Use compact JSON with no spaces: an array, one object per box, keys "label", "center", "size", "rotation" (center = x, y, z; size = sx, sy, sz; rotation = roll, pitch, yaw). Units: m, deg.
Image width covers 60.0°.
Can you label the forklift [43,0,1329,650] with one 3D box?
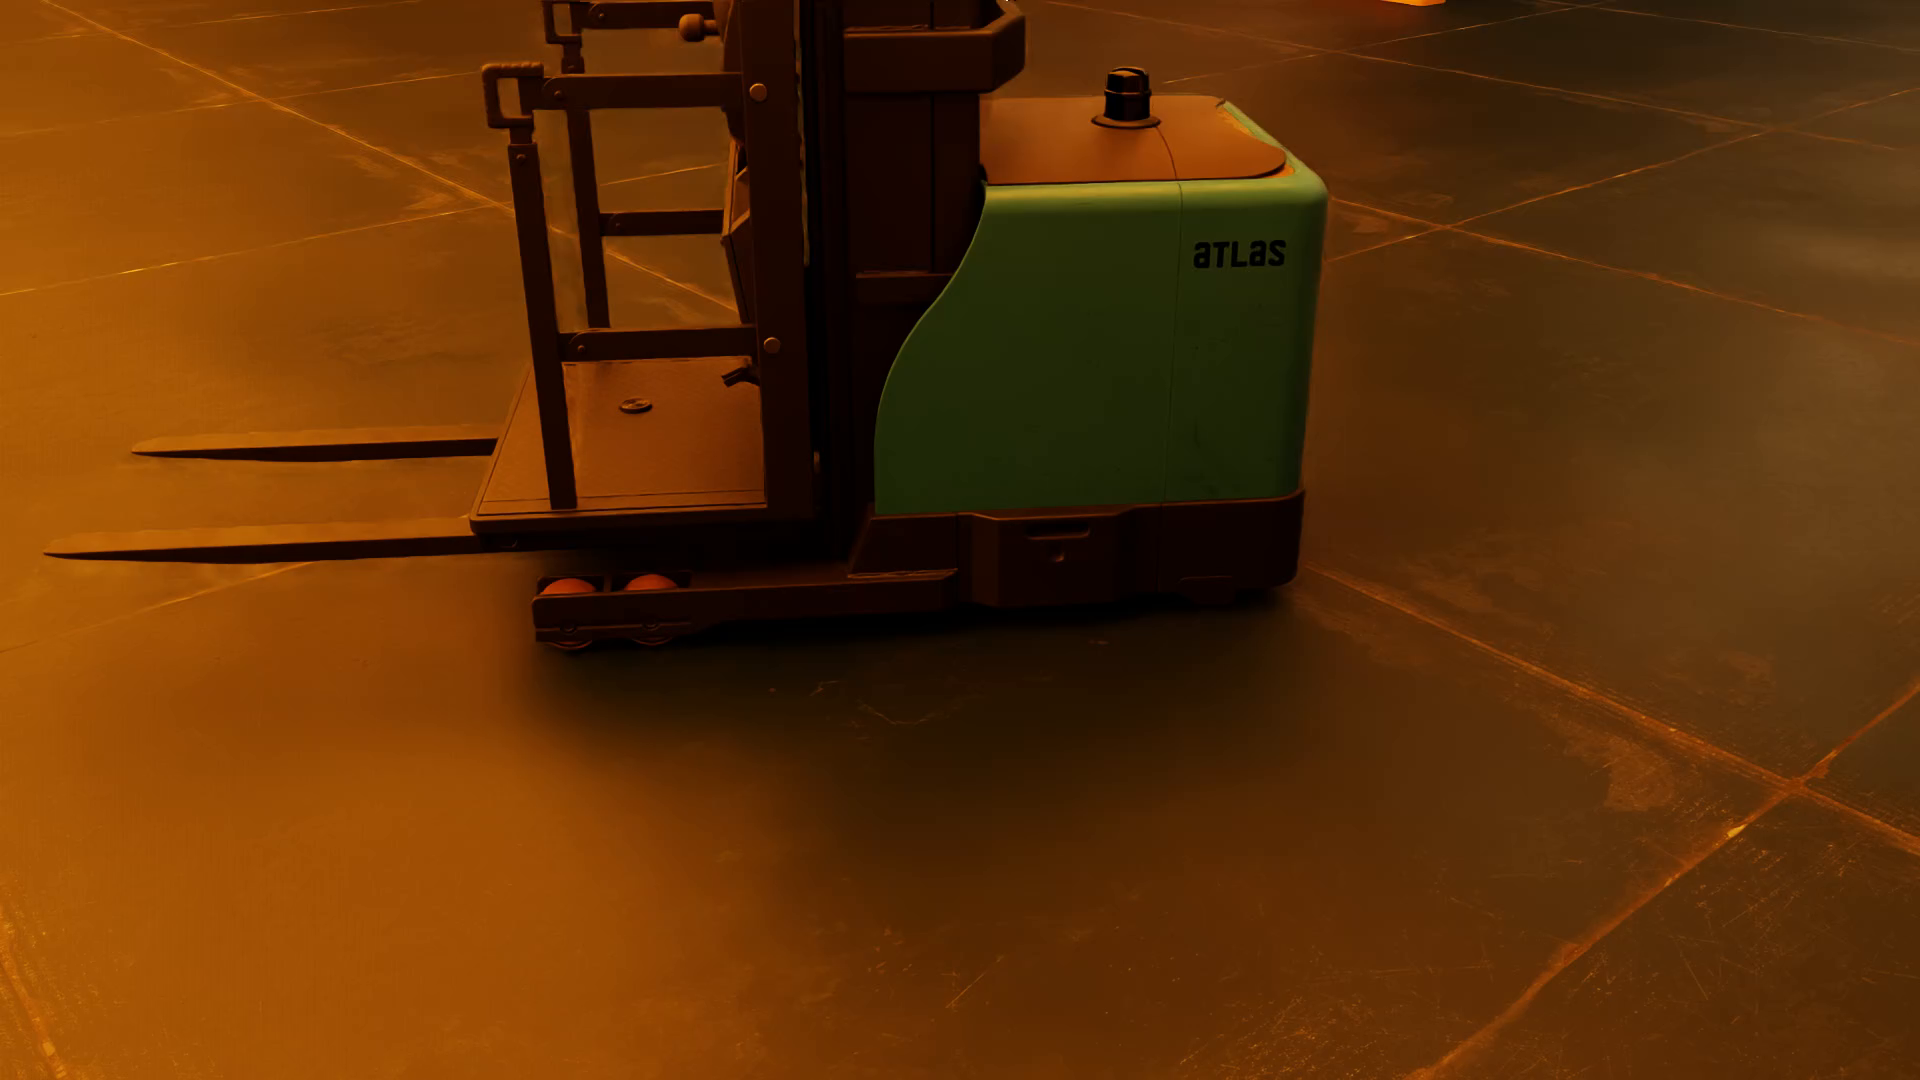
[{"label":"forklift","center":[-0.701,-1.298,3.820],"size":[3.031,2.935,1.130],"rotation":[-3,26,-5]}]
